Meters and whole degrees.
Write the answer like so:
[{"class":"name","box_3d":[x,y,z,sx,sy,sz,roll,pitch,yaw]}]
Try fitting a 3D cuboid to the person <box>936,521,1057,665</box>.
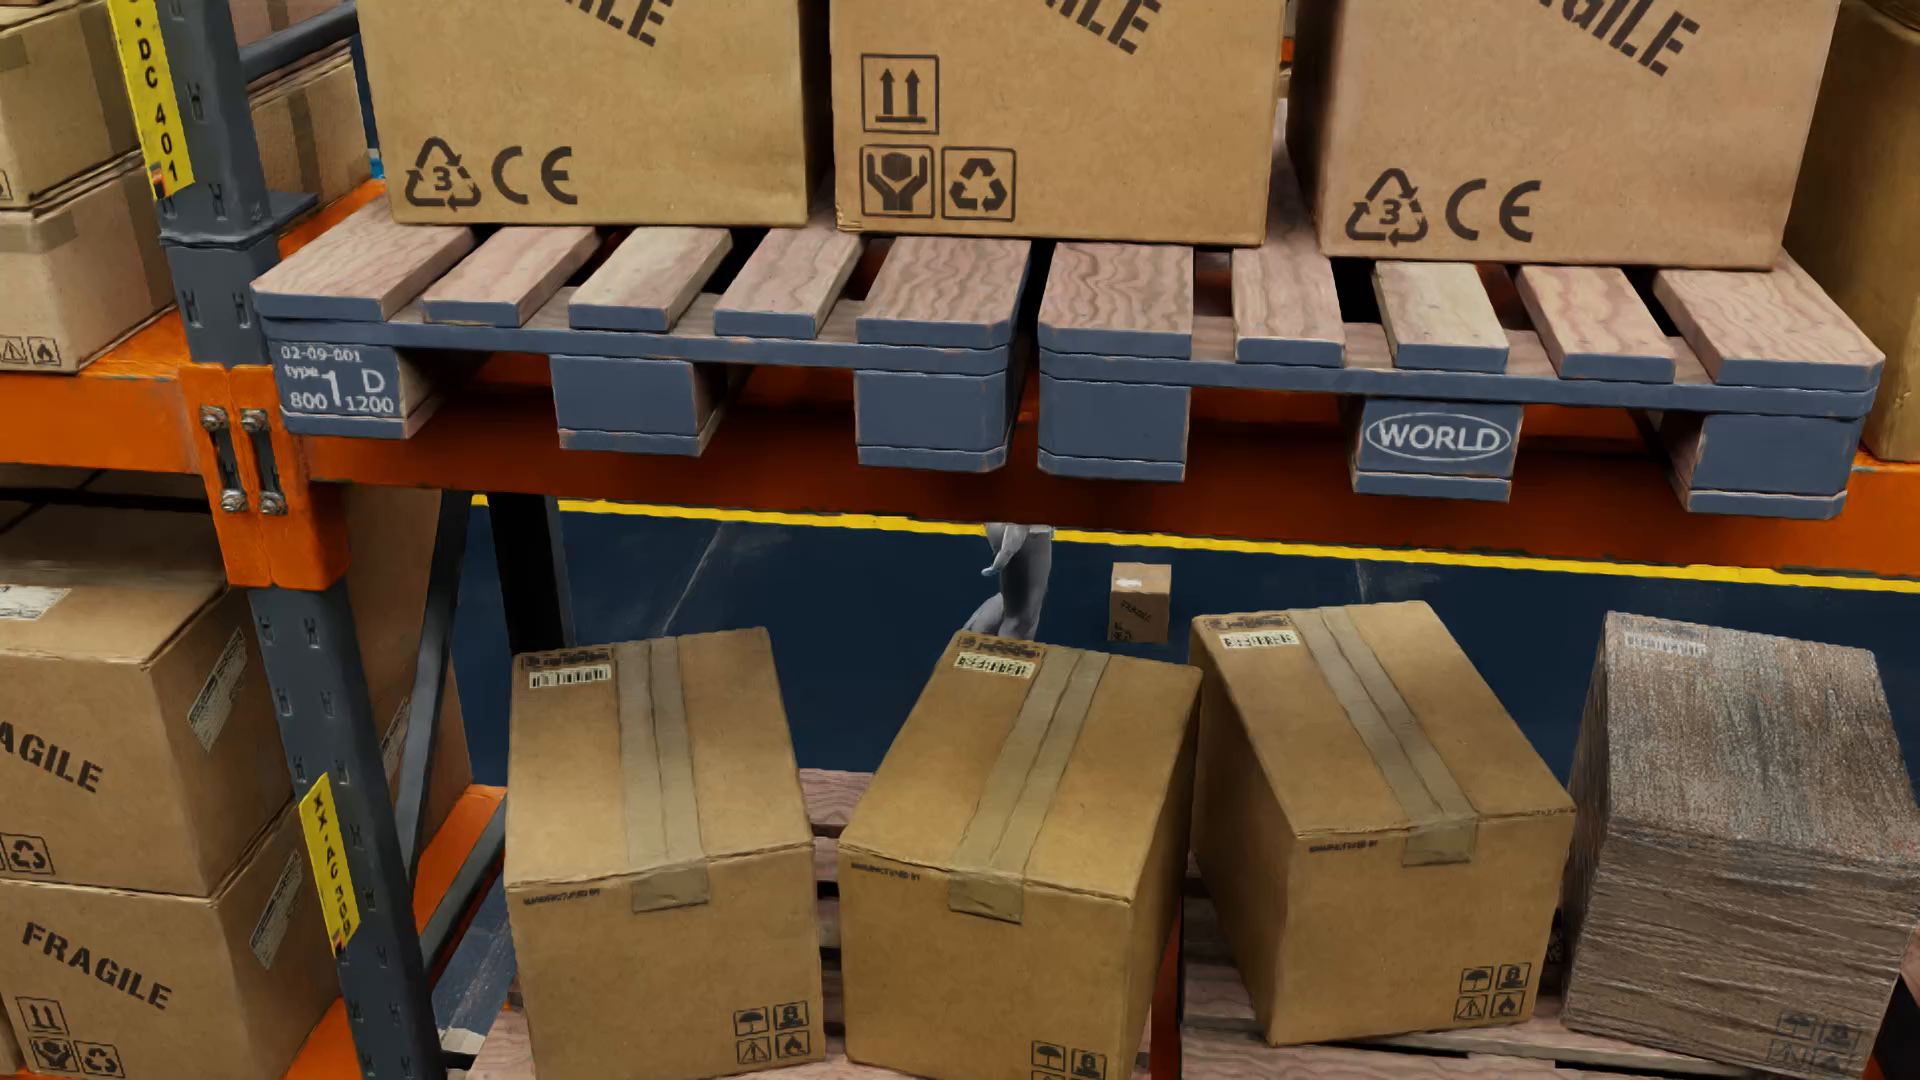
[{"class":"person","box_3d":[0.222,-0.050,6.228,0.616,1.652,0.493,-4,29,-7]}]
